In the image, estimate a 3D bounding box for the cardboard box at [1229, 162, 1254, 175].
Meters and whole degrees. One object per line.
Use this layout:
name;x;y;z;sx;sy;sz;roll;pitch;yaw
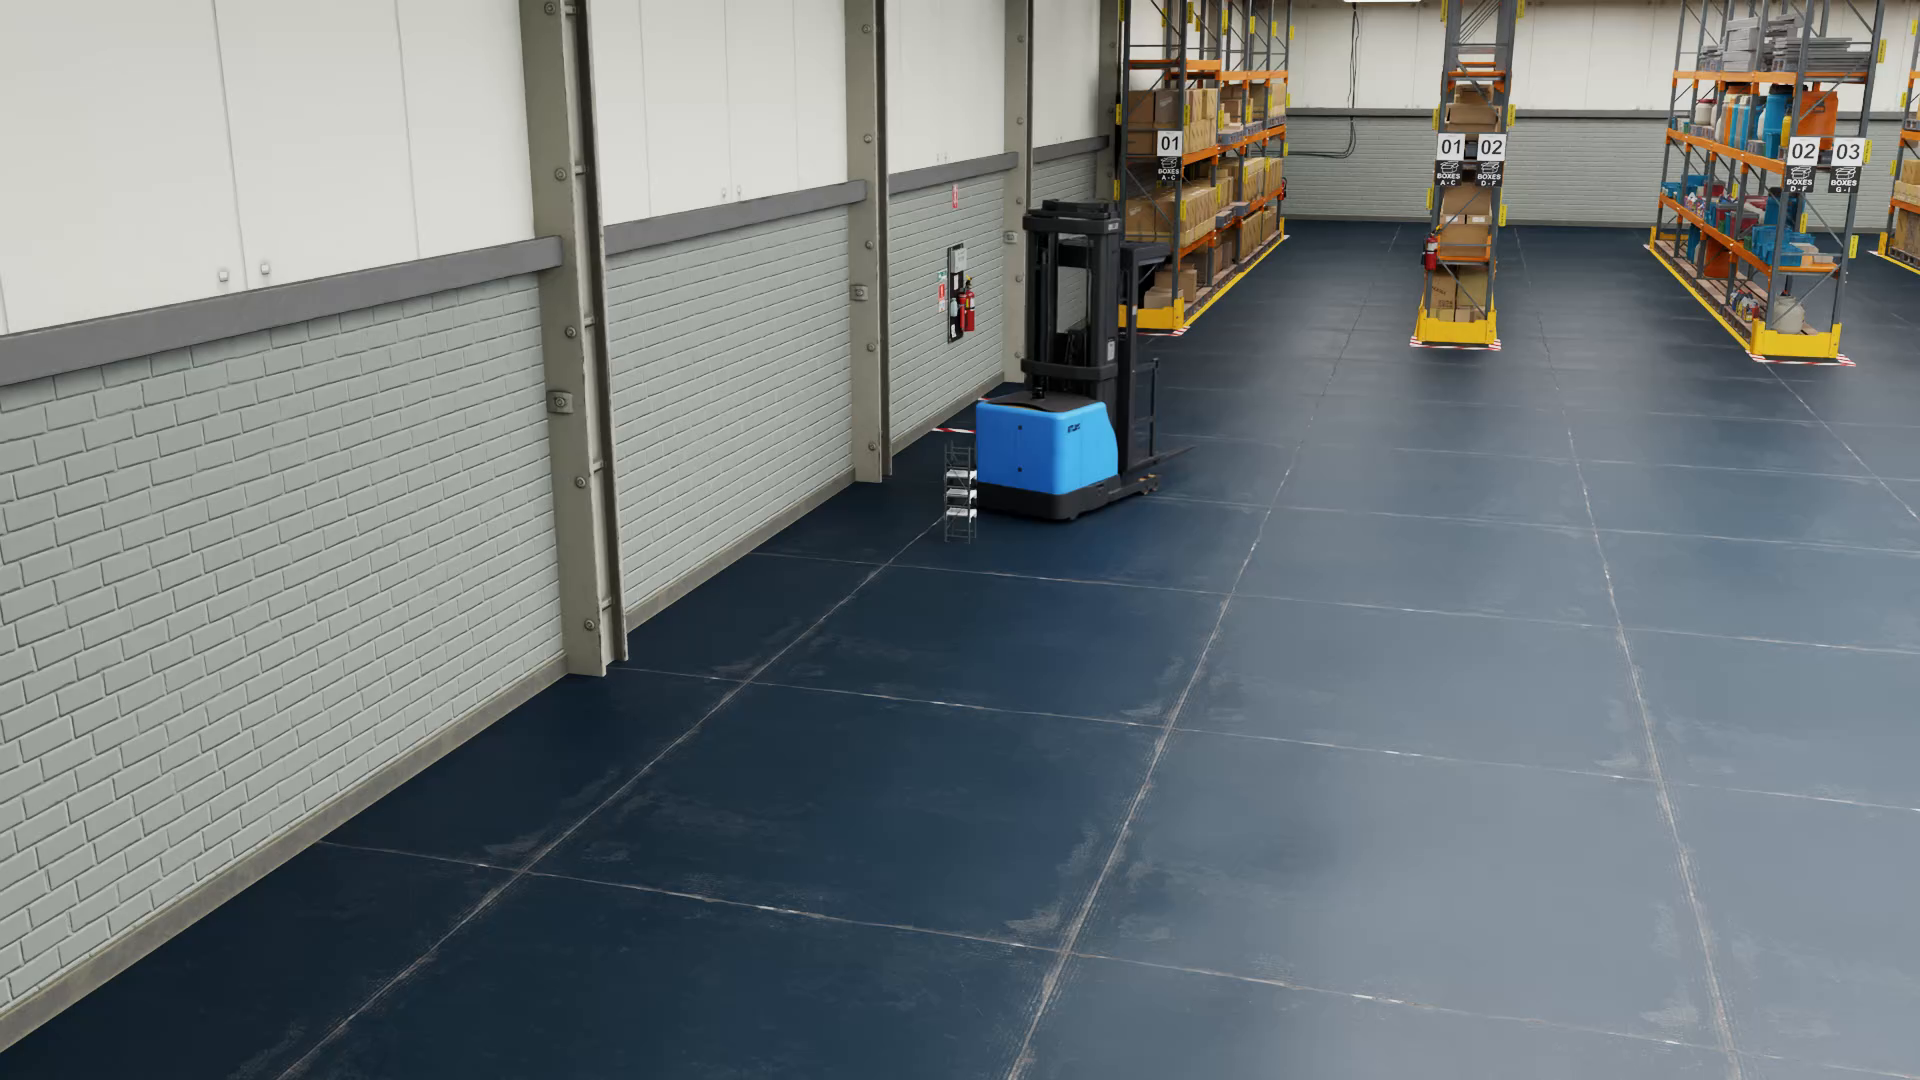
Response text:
cardboard box;6.053;-8.019;35.886;0.500;0.250;0.500;5;17;16

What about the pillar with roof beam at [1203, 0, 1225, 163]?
pillar with roof beam;10.021;-10.936;37.314;9.100;9.000;0.400;5;16;16

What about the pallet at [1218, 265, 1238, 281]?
pallet;5.163;-5.541;34.398;1.003;0.211;1.213;5;16;16

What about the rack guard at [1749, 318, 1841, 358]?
rack guard;12.588;-3.047;25.075;1.175;0.500;0.348;5;16;16

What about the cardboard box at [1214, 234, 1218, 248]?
cardboard box;4.869;-5.985;33.254;0.500;0.250;0.500;5;16;16

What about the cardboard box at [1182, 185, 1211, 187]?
cardboard box;4.427;-6.431;31.435;0.700;0.500;0.500;5;16;16

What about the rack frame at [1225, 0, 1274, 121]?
rack frame;6.524;-11.019;37.609;1.000;3.000;0.127;5;16;16

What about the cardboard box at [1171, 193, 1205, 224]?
cardboard box;3.975;-5.793;29.040;0.500;0.500;0.500;5;17;18

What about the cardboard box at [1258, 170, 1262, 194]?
cardboard box;6.499;-8.060;37.403;0.500;0.500;0.500;5;17;16

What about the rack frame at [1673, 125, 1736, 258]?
rack frame;16.022;-7.365;35.719;1.000;3.000;0.127;5;16;16

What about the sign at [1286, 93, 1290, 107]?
sign;8.177;-10.965;41.437;0.100;0.325;0.005;5;16;16

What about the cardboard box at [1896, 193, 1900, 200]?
cardboard box;21.419;-7.772;37.615;0.380;0.149;0.250;4;16;15

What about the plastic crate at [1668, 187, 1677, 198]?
plastic crate;16.314;-7.898;37.794;0.416;0.233;0.300;5;16;16

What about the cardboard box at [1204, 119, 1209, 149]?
cardboard box;4.066;-7.111;29.105;0.500;0.500;0.500;4;16;14

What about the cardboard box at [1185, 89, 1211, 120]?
cardboard box;4.084;-7.588;28.957;0.500;0.500;0.500;4;16;14

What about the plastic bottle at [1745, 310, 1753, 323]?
plastic bottle;12.714;-3.605;26.786;0.097;0.201;0.097;0;16;0

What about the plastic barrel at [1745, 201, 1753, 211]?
plastic barrel;14.678;-5.976;30.619;0.421;0.512;0.421;0;16;0

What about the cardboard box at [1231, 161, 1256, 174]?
cardboard box;6.192;-8.153;36.358;0.500;0.250;0.500;4;16;15

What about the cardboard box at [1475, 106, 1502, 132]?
cardboard box;8.598;-6.784;26.966;0.500;0.500;0.500;5;16;16

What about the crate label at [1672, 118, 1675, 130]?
crate label;16.587;-9.567;38.257;0.408;0.251;0.502;5;16;16

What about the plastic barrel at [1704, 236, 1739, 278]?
plastic barrel;15.008;-5.606;32.724;0.600;0.830;0.708;5;16;16

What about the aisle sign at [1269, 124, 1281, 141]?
aisle sign;7.968;-10.426;41.747;0.394;0.787;0.004;5;16;16

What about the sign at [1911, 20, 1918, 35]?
sign;21.377;-11.484;37.244;0.100;0.325;0.005;5;16;16

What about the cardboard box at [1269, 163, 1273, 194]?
cardboard box;6.906;-8.609;39.555;0.980;0.700;0.700;4;16;14

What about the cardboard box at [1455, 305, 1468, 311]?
cardboard box;8.368;-3.744;27.222;0.500;0.250;0.500;5;16;16

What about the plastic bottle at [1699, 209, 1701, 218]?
plastic bottle;14.790;-6.527;33.130;0.097;0.201;0.097;0;16;0

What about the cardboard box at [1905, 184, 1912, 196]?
cardboard box;21.225;-7.726;36.722;0.500;0.250;0.500;4;16;14

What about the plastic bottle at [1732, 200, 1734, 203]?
plastic bottle;15.766;-6.789;33.924;0.097;0.271;0.097;0;16;0

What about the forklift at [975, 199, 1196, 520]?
forklift;1.403;-1.941;16.720;1.130;2.935;3.031;11;19;34

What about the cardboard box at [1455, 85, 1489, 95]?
cardboard box;11.376;-9.853;36.977;0.700;0.500;0.500;5;16;16

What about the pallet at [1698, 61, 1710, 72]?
pallet;15.816;-9.749;34.209;1.003;0.211;1.213;5;16;16

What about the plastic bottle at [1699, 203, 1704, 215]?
plastic bottle;14.818;-6.587;33.211;0.097;0.271;0.097;0;16;0

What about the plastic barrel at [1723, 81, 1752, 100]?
plastic barrel;15.684;-8.793;33.568;0.600;0.901;0.708;5;16;16

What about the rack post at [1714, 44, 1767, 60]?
rack post;15.052;-9.361;31.901;0.954;0.300;0.937;5;16;16

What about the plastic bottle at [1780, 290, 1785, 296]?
plastic bottle;13.842;-4.018;27.969;0.144;0.351;0.185;4;16;14

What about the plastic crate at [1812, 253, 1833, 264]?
plastic crate;13.175;-4.308;25.424;0.298;0.136;0.250;5;16;16

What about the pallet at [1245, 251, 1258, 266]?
pallet;6.032;-6.264;36.947;1.003;0.211;1.213;5;16;16

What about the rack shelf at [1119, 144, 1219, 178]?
rack shelf;3.682;-6.614;28.893;1.077;0.370;4.000;5;16;16

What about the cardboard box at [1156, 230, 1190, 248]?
cardboard box;3.556;-5.034;27.740;0.500;0.250;0.500;4;16;14

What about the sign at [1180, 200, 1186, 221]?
sign;3.634;-5.368;27.093;0.100;0.325;0.005;5;16;16

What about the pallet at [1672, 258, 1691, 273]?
pallet;15.763;-5.825;35.399;1.003;0.211;1.213;5;16;16

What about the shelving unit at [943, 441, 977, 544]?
shelving unit;0.002;-0.435;15.135;0.258;0.900;0.210;5;16;16

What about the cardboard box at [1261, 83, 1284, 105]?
cardboard box;7.561;-10.819;40.347;0.500;0.500;0.500;5;17;18

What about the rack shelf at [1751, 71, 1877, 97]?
rack shelf;13.180;-7.096;25.830;1.077;0.370;4.000;5;16;16

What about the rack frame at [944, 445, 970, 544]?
rack frame;-0.027;-0.408;15.041;0.240;0.900;0.006;5;16;16

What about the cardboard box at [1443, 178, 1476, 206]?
cardboard box;8.168;-5.556;26.780;0.700;0.500;0.500;4;16;14

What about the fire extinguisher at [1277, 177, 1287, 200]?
fire extinguisher;8.146;-8.967;42.192;0.296;0.674;0.183;5;16;16
